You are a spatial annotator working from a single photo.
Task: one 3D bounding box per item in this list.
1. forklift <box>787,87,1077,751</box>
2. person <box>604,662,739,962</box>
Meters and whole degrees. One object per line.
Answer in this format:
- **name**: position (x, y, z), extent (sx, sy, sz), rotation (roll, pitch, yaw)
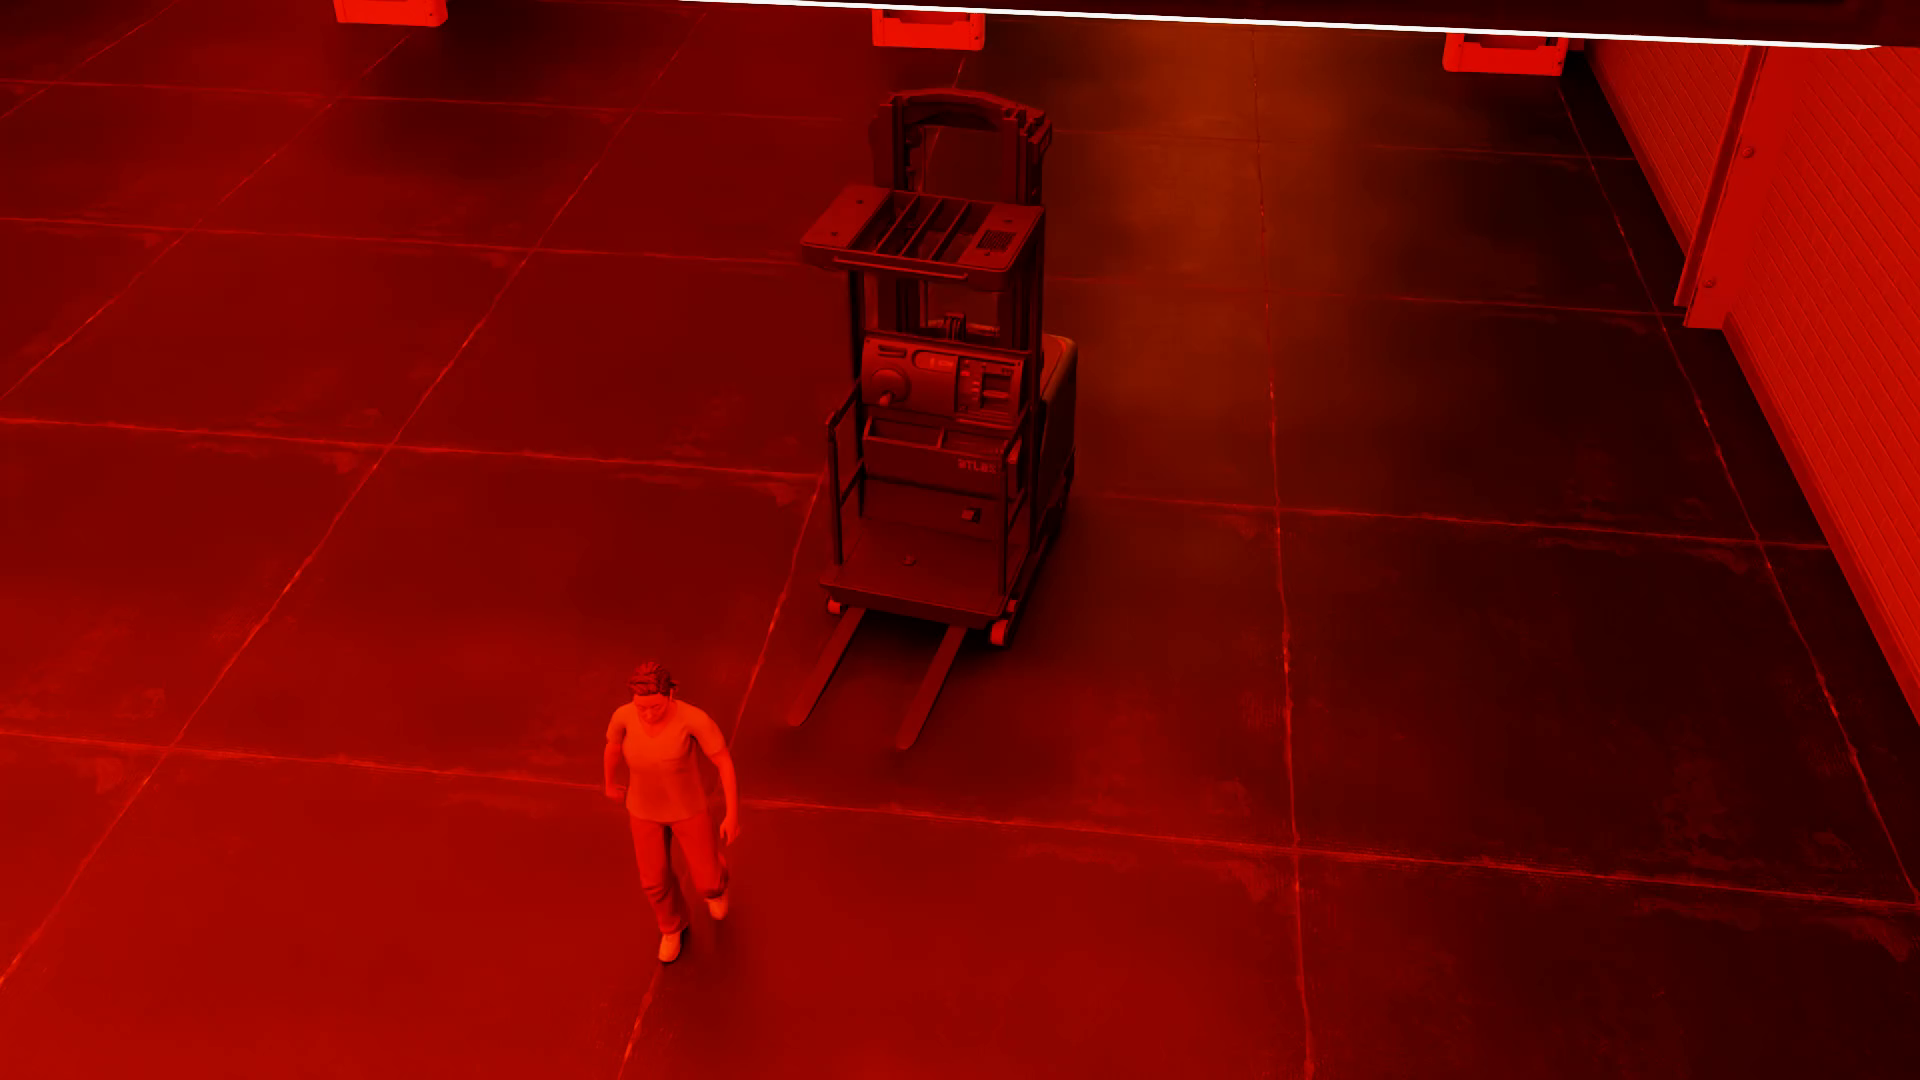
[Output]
- **forklift**: position (-0.162, -0.826, 9.150), extent (1.130, 2.935, 3.031), rotation (10, 38, 13)
- **person**: position (-1.295, 1.193, 7.489), extent (0.652, 1.656, 0.490), rotation (1, 36, 2)
